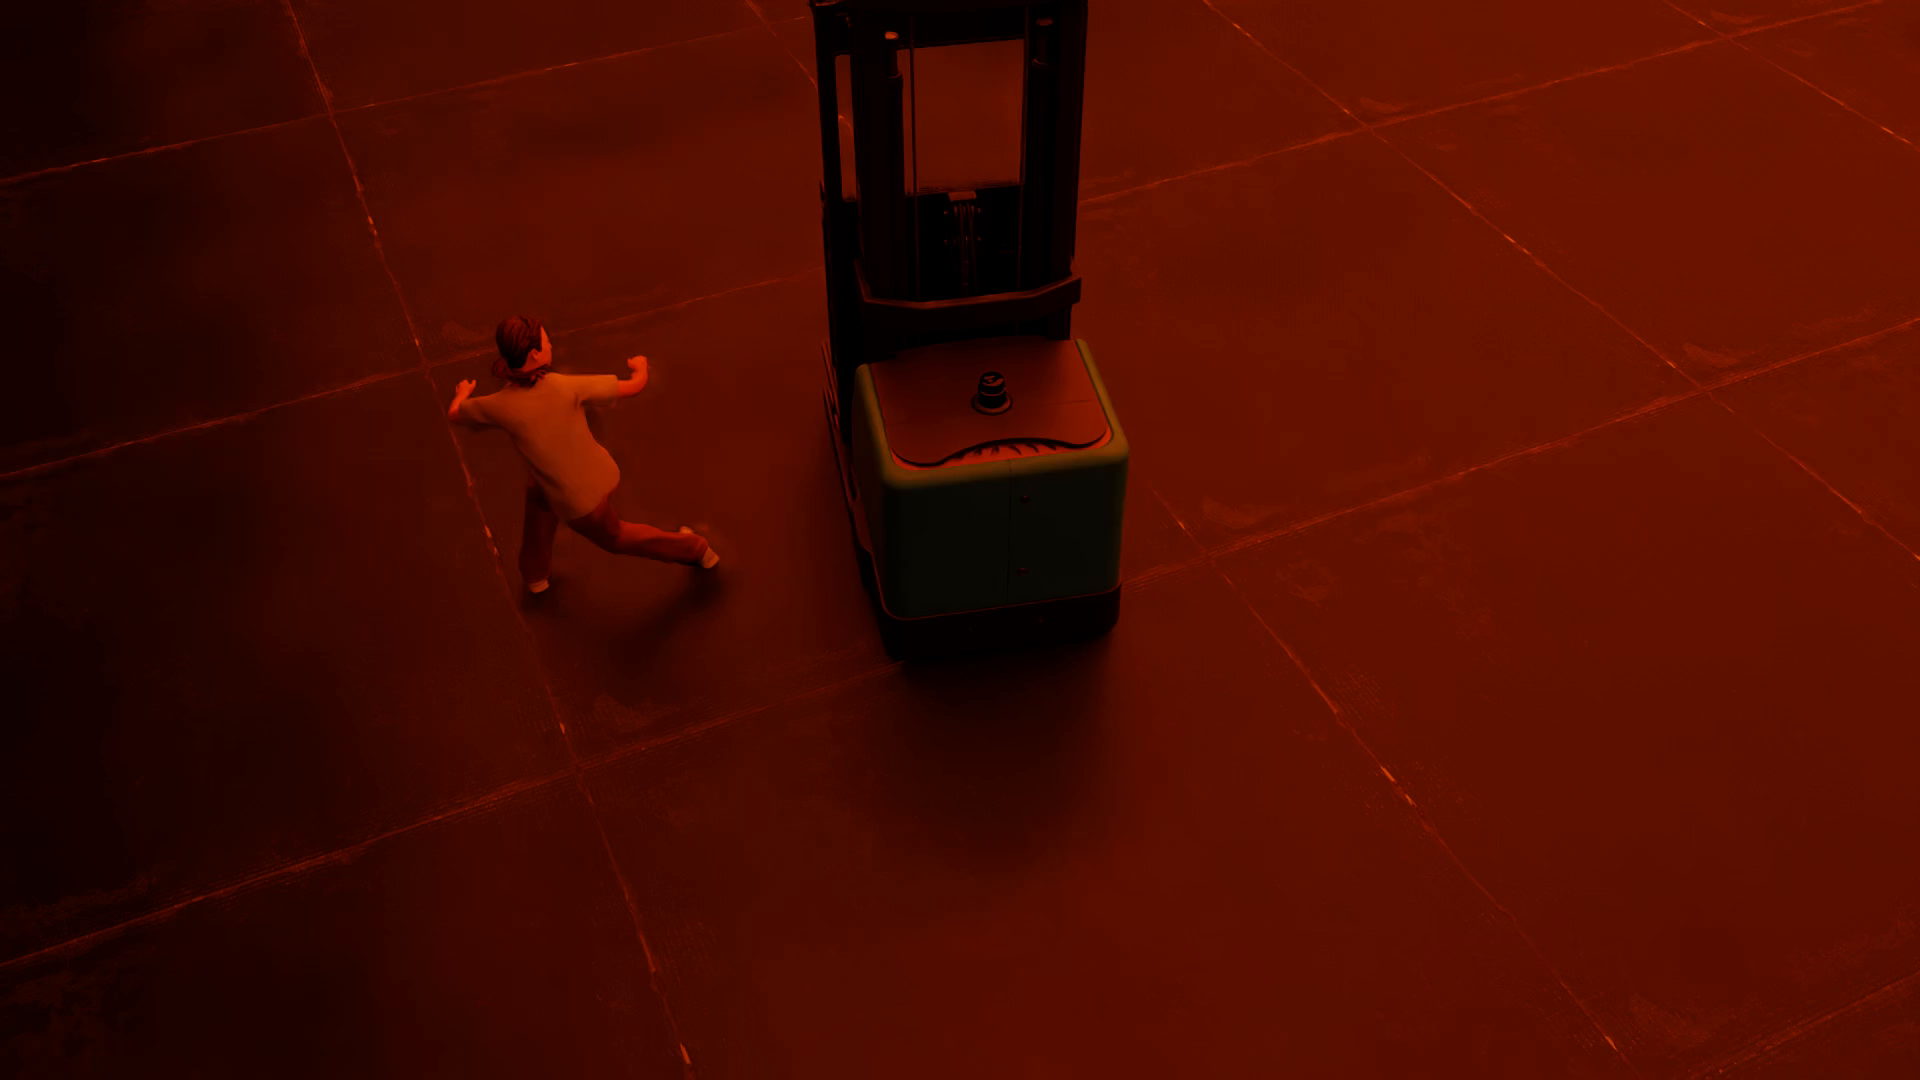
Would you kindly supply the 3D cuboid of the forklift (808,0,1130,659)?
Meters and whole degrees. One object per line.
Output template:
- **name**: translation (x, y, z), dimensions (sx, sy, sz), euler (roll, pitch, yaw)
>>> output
- **forklift**: translation (-0.081, -1.575, 7.368), dimensions (1.130, 2.935, 3.031), euler (-7, 44, -8)

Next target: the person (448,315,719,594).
- **person**: translation (-1.670, -0.398, 7.224), dimensions (1.035, 1.463, 0.829), euler (28, 50, 27)
